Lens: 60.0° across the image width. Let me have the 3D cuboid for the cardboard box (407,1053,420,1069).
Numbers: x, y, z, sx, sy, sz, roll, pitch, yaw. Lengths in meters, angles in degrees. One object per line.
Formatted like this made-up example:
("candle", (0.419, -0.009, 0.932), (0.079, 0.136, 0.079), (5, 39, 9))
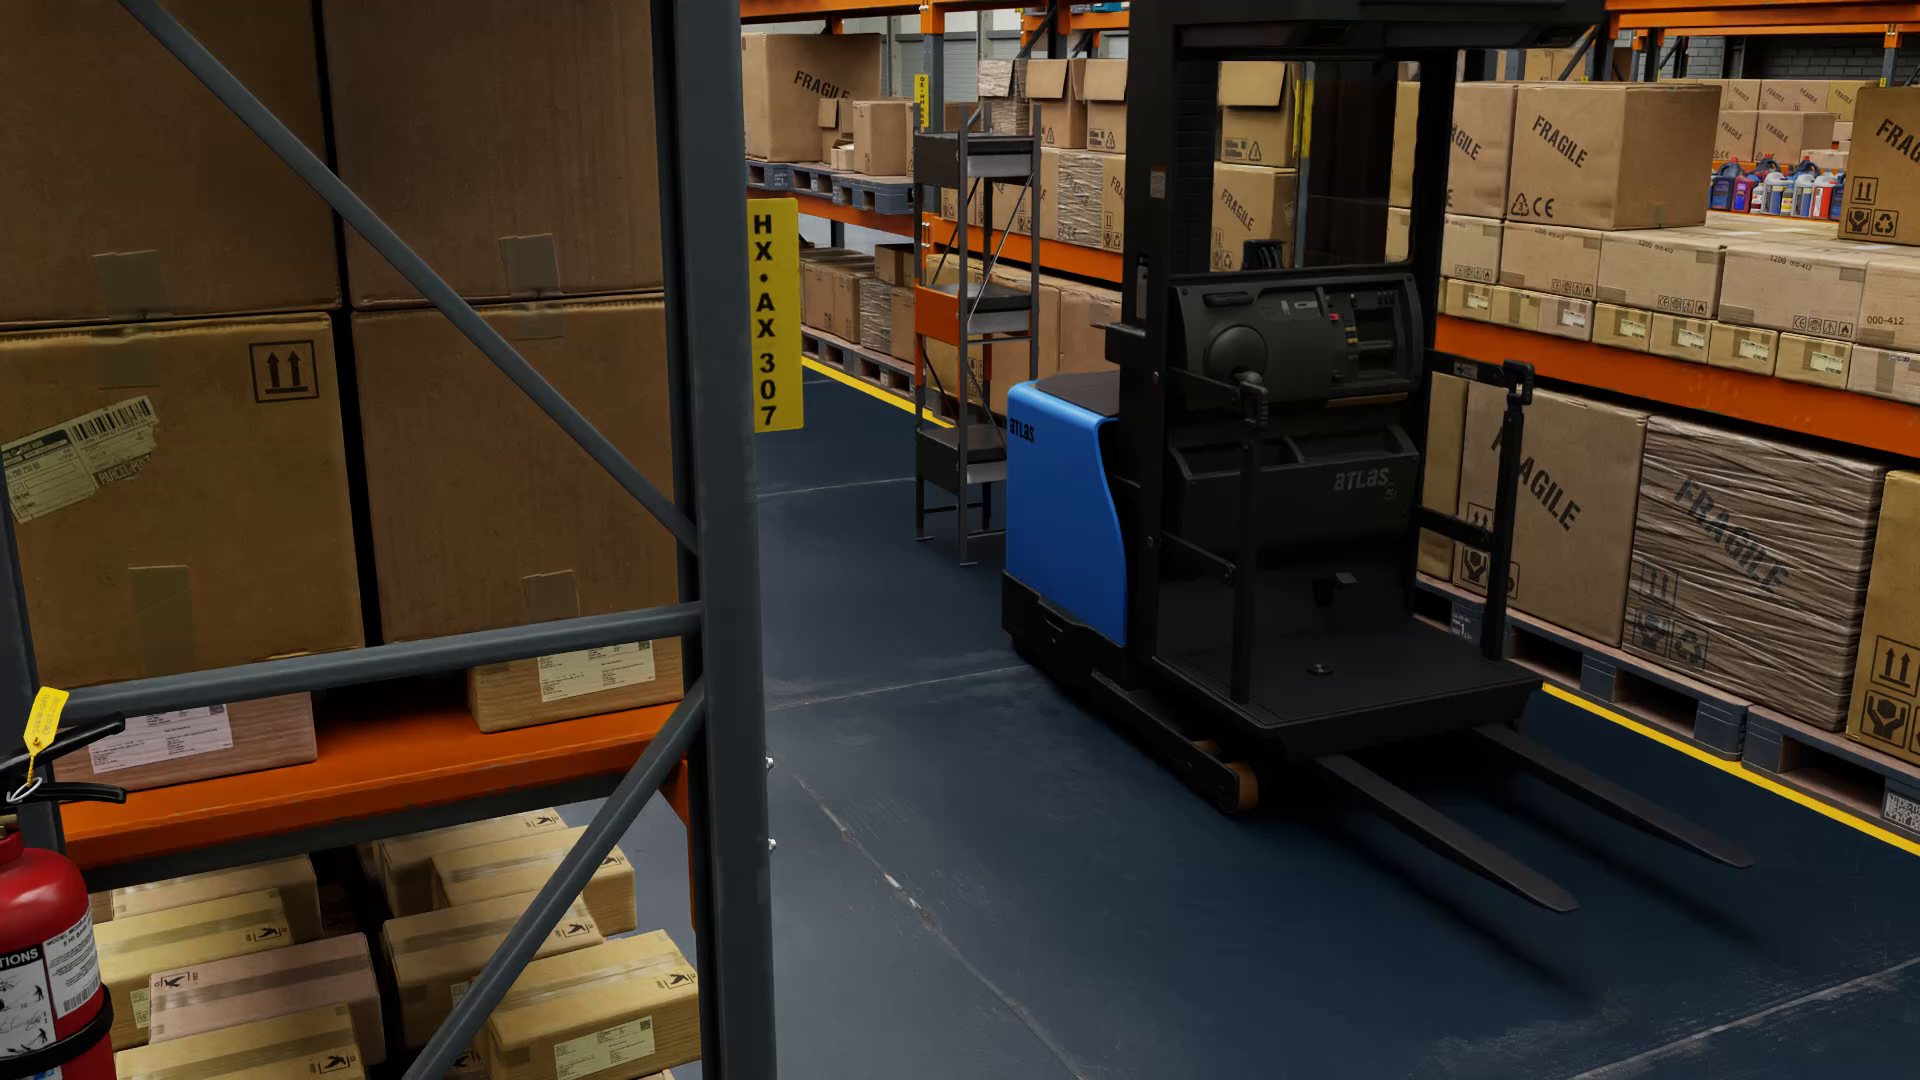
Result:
("cardboard box", (-0.889, 1.114, 3.336), (0.380, 0.149, 0.250), (-8, 18, -25))

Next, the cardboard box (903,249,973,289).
("cardboard box", (-0.081, -1.921, 11.883), (0.500, 0.250, 0.500), (-7, 17, -23))

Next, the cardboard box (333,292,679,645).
("cardboard box", (-0.707, -0.166, 2.671), (0.500, 0.500, 0.500), (-7, 17, -22))

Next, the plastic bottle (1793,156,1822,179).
("plastic bottle", (5.925, -2.508, 11.641), (0.144, 0.351, 0.185), (-8, 18, -25))

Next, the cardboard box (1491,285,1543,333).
("cardboard box", (2.282, -0.904, 6.417), (0.380, 0.149, 0.250), (-8, 18, -26))

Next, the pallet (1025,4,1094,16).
("pallet", (1.462, -6.105, 18.990), (1.003, 0.211, 1.213), (-8, 18, -25))

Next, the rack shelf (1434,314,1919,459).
("rack shelf", (2.868, -0.555, 6.051), (1.077, 0.370, 4.000), (-8, 18, -25))

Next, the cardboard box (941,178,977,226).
("cardboard box", (0.208, -2.283, 10.587), (0.500, 0.500, 0.500), (-7, 17, -23))

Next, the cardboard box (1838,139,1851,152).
("cardboard box", (8.928, -3.787, 16.171), (0.500, 0.311, 0.500), (-8, 18, -26))

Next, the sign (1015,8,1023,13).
("sign", (0.691, -6.351, 19.491), (0.100, 0.325, 0.005), (-8, 18, -25))

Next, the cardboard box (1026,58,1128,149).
("cardboard box", (0.828, -2.574, 9.781), (0.797, 0.503, 0.637), (-7, 18, -24))

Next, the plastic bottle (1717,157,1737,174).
("plastic bottle", (5.342, -2.485, 11.560), (0.144, 0.351, 0.185), (-8, 18, -25))

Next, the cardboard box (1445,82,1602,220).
("cardboard box", (2.181, -1.555, 6.605), (0.500, 0.500, 0.500), (-8, 18, -25))

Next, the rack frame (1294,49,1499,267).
("rack frame", (1.992, -1.397, 7.679), (1.000, 3.000, 0.127), (-8, 18, -25))

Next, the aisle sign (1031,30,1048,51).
("aisle sign", (0.892, -6.203, 19.714), (0.394, 0.787, 0.004), (-8, 18, -25))

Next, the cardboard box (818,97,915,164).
("cardboard box", (-0.670, -3.213, 13.061), (0.797, 0.503, 0.637), (-6, 17, -19))

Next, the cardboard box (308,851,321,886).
("cardboard box", (-1.852, 0.848, 4.265), (0.380, 0.149, 0.250), (-7, 17, -23))

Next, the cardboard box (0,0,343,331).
("cardboard box", (-1.183, -0.586, 2.320), (0.500, 0.500, 0.500), (-8, 18, -26))

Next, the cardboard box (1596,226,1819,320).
("cardboard box", (2.617, -0.944, 5.836), (0.500, 0.250, 0.500), (-8, 18, -25))

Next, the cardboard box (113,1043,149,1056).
("cardboard box", (-1.476, 0.970, 3.300), (0.380, 0.149, 0.250), (-8, 18, -27))

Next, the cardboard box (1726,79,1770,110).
("cardboard box", (10.697, -5.932, 22.360), (0.500, 0.500, 0.500), (-7, 17, -23))

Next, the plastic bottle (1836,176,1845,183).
("plastic bottle", (5.704, -2.227, 10.807), (0.097, 0.271, 0.097), (0, 16, 0))

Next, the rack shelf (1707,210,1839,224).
("rack shelf", (5.568, -2.145, 11.592), (1.077, 0.370, 4.000), (-8, 18, -25))

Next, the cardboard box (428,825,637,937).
("cardboard box", (-0.907, 0.749, 3.530), (0.380, 0.149, 0.250), (-8, 18, -25))

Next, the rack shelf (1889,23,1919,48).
("rack shelf", (12.721, -5.776, 18.807), (1.077, 0.370, 4.000), (-8, 18, -25))

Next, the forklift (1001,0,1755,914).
("forklift", (1.218, -0.679, 5.302), (1.130, 2.935, 3.031), (-7, 17, -22))

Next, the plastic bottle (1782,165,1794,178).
("plastic bottle", (5.838, -2.512, 11.779), (0.061, 0.283, 0.133), (-8, 18, -25))

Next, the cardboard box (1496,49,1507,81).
("cardboard box", (6.752, -5.607, 19.817), (0.700, 0.500, 0.500), (-8, 18, -25))

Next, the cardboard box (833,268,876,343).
("cardboard box", (-0.581, -1.838, 12.951), (0.700, 0.500, 0.500), (-6, 17, -20))

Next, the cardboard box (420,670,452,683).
("cardboard box", (-0.755, 0.112, 2.877), (0.380, 0.149, 0.250), (-7, 17, -23))

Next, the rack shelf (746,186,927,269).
("rack shelf", (-0.637, -2.539, 12.963), (1.077, 0.370, 4.000), (-8, 18, -25))

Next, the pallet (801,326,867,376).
("pallet", (-0.632, -1.544, 13.249), (1.003, 0.211, 1.213), (-8, 18, -25))

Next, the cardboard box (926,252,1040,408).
("cardboard box", (0.523, -1.395, 10.766), (1.225, 0.875, 0.875), (-9, 18, -27))

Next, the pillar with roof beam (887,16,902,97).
("pillar with roof beam", (-5.836, -15.901, 47.346), (9.100, 9.000, 0.400), (-8, 18, -25))

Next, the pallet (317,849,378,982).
("pallet", (-1.647, 0.983, 4.442), (1.003, 0.211, 1.213), (-8, 18, -25))

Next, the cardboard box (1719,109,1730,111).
("cardboard box", (7.946, -4.301, 17.621), (0.500, 0.500, 0.500), (-6, 17, -21))

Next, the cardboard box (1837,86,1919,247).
("cardboard box", (3.325, -1.239, 5.505), (0.500, 0.500, 0.500), (-8, 18, -26))

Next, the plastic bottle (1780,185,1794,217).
("plastic bottle", (5.466, -2.233, 10.953), (0.097, 0.201, 0.097), (0, 16, 0))

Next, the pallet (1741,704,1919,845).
("pallet", (3.323, 0.747, 5.266), (1.003, 0.211, 1.213), (-8, 18, -25))

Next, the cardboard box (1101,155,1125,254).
("cardboard box", (1.096, -1.780, 8.834), (0.500, 0.500, 0.500), (-8, 18, -26))

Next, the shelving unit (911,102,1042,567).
("shelving unit", (0.073, -0.968, 7.818), (0.431, 2.100, 0.503), (-8, 18, -25))

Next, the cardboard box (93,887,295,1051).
("cardboard box", (-1.505, 0.833, 3.237), (0.380, 0.149, 0.250), (-8, 18, -26))

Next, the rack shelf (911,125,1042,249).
("rack shelf", (0.072, -1.628, 7.629), (0.431, 0.518, 0.480), (-8, 18, -25))

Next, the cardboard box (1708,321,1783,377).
("cardboard box", (2.729, -0.650, 5.533), (0.380, 0.149, 0.250), (-8, 18, -25))

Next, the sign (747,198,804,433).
("sign", (-0.271, -0.312, 2.331), (0.100, 0.325, 0.005), (-8, 18, -25))

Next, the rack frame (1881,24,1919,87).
("rack frame", (11.845, -5.176, 20.849), (1.000, 3.000, 0.127), (-8, 18, -25))

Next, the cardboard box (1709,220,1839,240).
("cardboard box", (3.093, -1.009, 6.062), (0.500, 0.250, 0.500), (-8, 18, -26))

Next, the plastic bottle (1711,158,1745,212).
("plastic bottle", (5.265, -2.433, 11.380), (0.144, 0.351, 0.185), (-8, 18, -25))

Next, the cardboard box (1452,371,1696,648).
("cardboard box", (2.603, -0.181, 6.533), (0.875, 0.875, 0.875), (-8, 18, -25))
